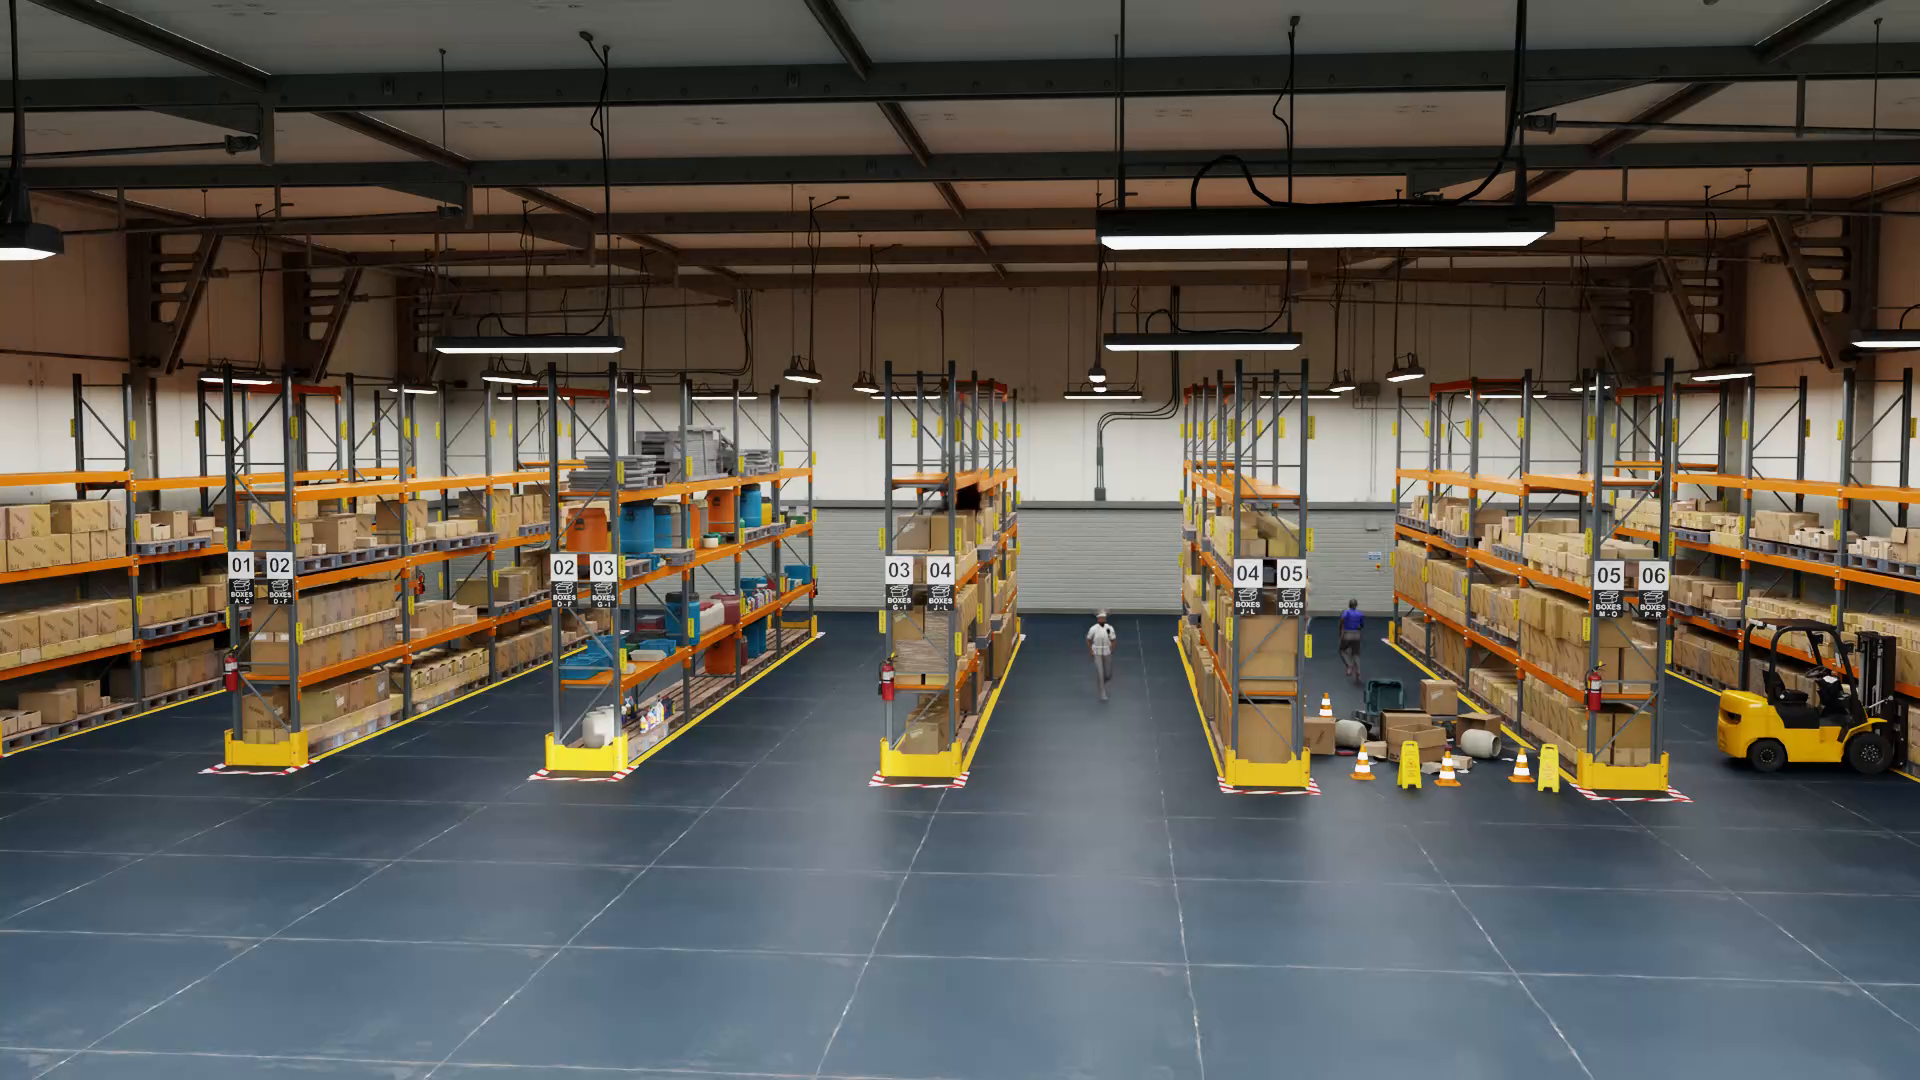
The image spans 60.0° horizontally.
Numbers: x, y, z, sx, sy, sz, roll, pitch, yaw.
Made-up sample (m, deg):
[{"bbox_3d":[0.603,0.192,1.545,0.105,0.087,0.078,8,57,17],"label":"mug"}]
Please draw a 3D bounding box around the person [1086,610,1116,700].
[{"bbox_3d":[2.640,2.128,31.083,0.571,1.659,0.665,0,4,-5],"label":"person"}]

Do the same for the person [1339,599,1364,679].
[{"bbox_3d":[7.859,1.991,33.506,0.592,1.598,0.763,0,4,-7],"label":"person"}]

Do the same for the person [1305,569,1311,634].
[{"bbox_3d":[8.412,1.505,40.939,0.548,1.628,0.580,0,4,-7],"label":"person"}]
